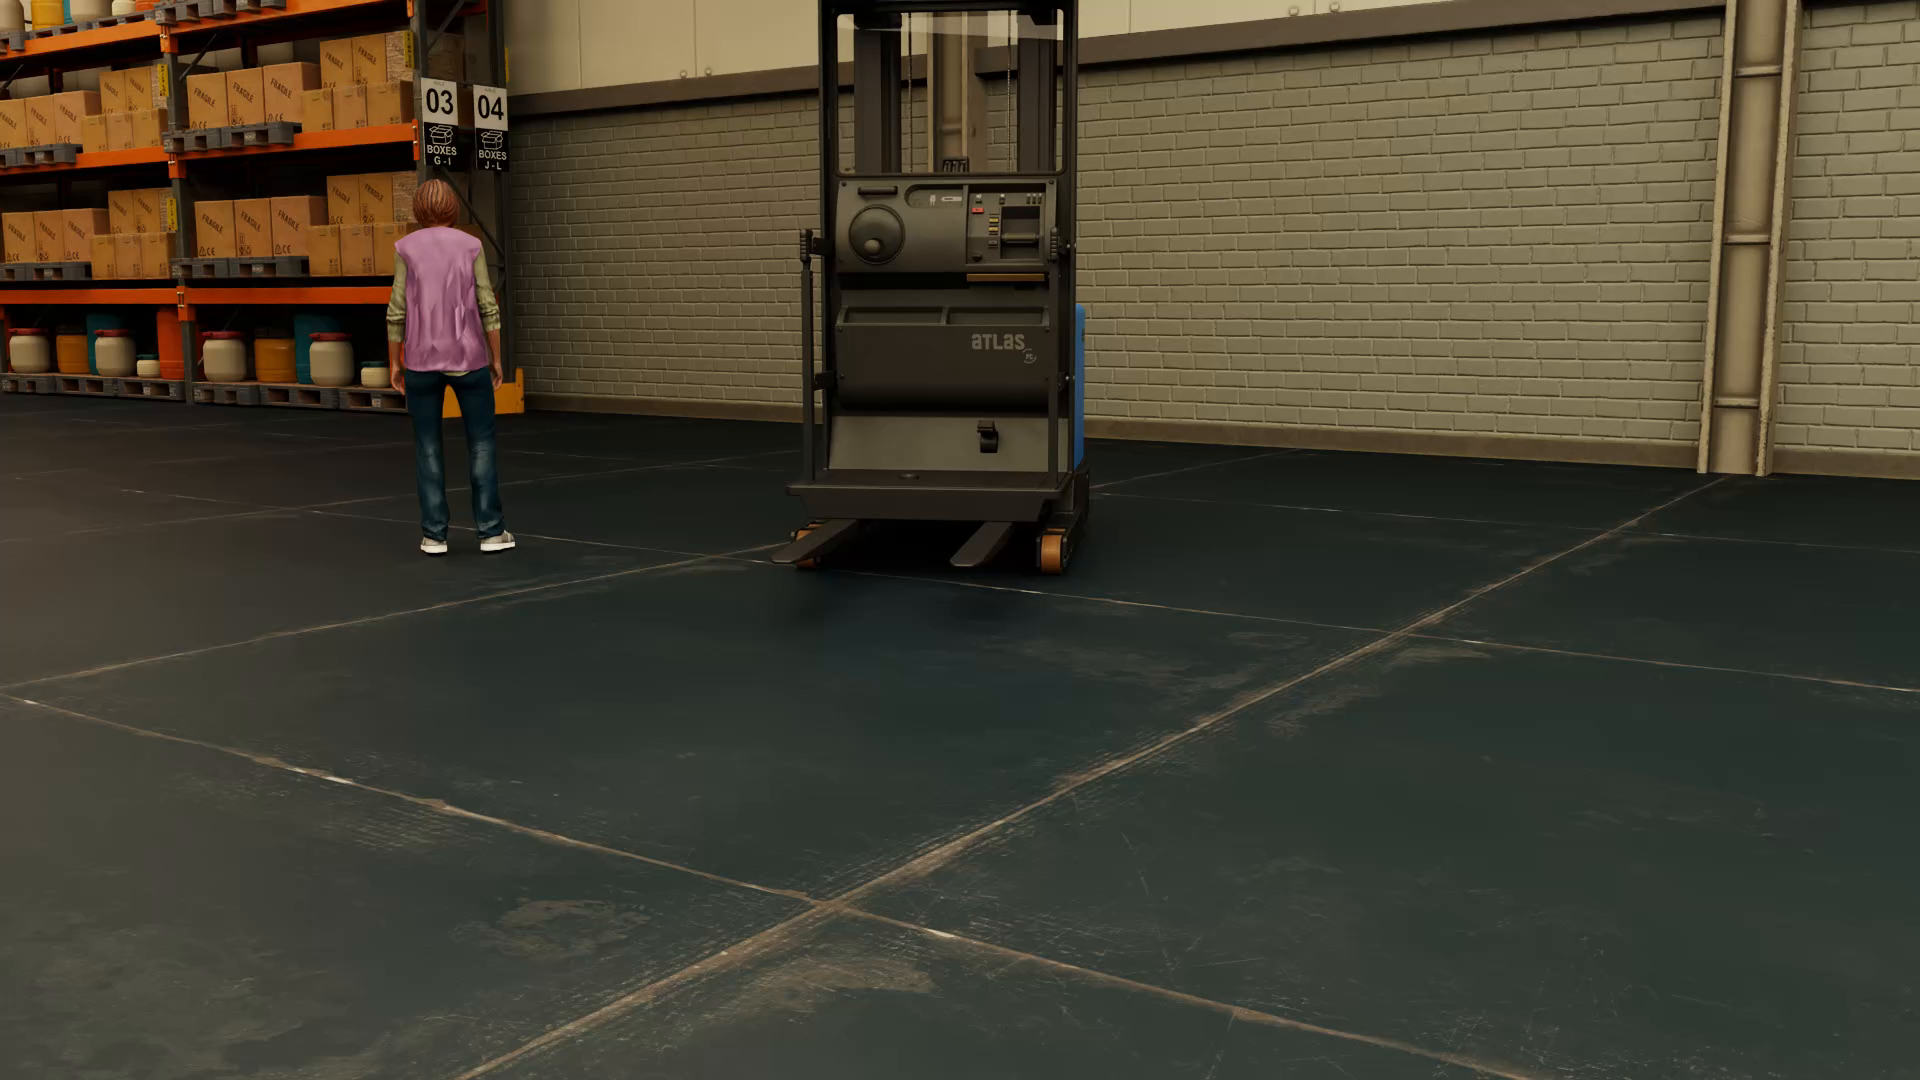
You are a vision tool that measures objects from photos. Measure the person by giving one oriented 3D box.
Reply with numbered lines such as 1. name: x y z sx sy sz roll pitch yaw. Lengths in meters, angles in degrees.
1. person: -2.188 -0.735 7.115 0.487 1.593 0.343 -2 8 -14

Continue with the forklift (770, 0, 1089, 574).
1. forklift: -0.085 -1.364 6.783 1.130 2.935 3.031 1 8 8
